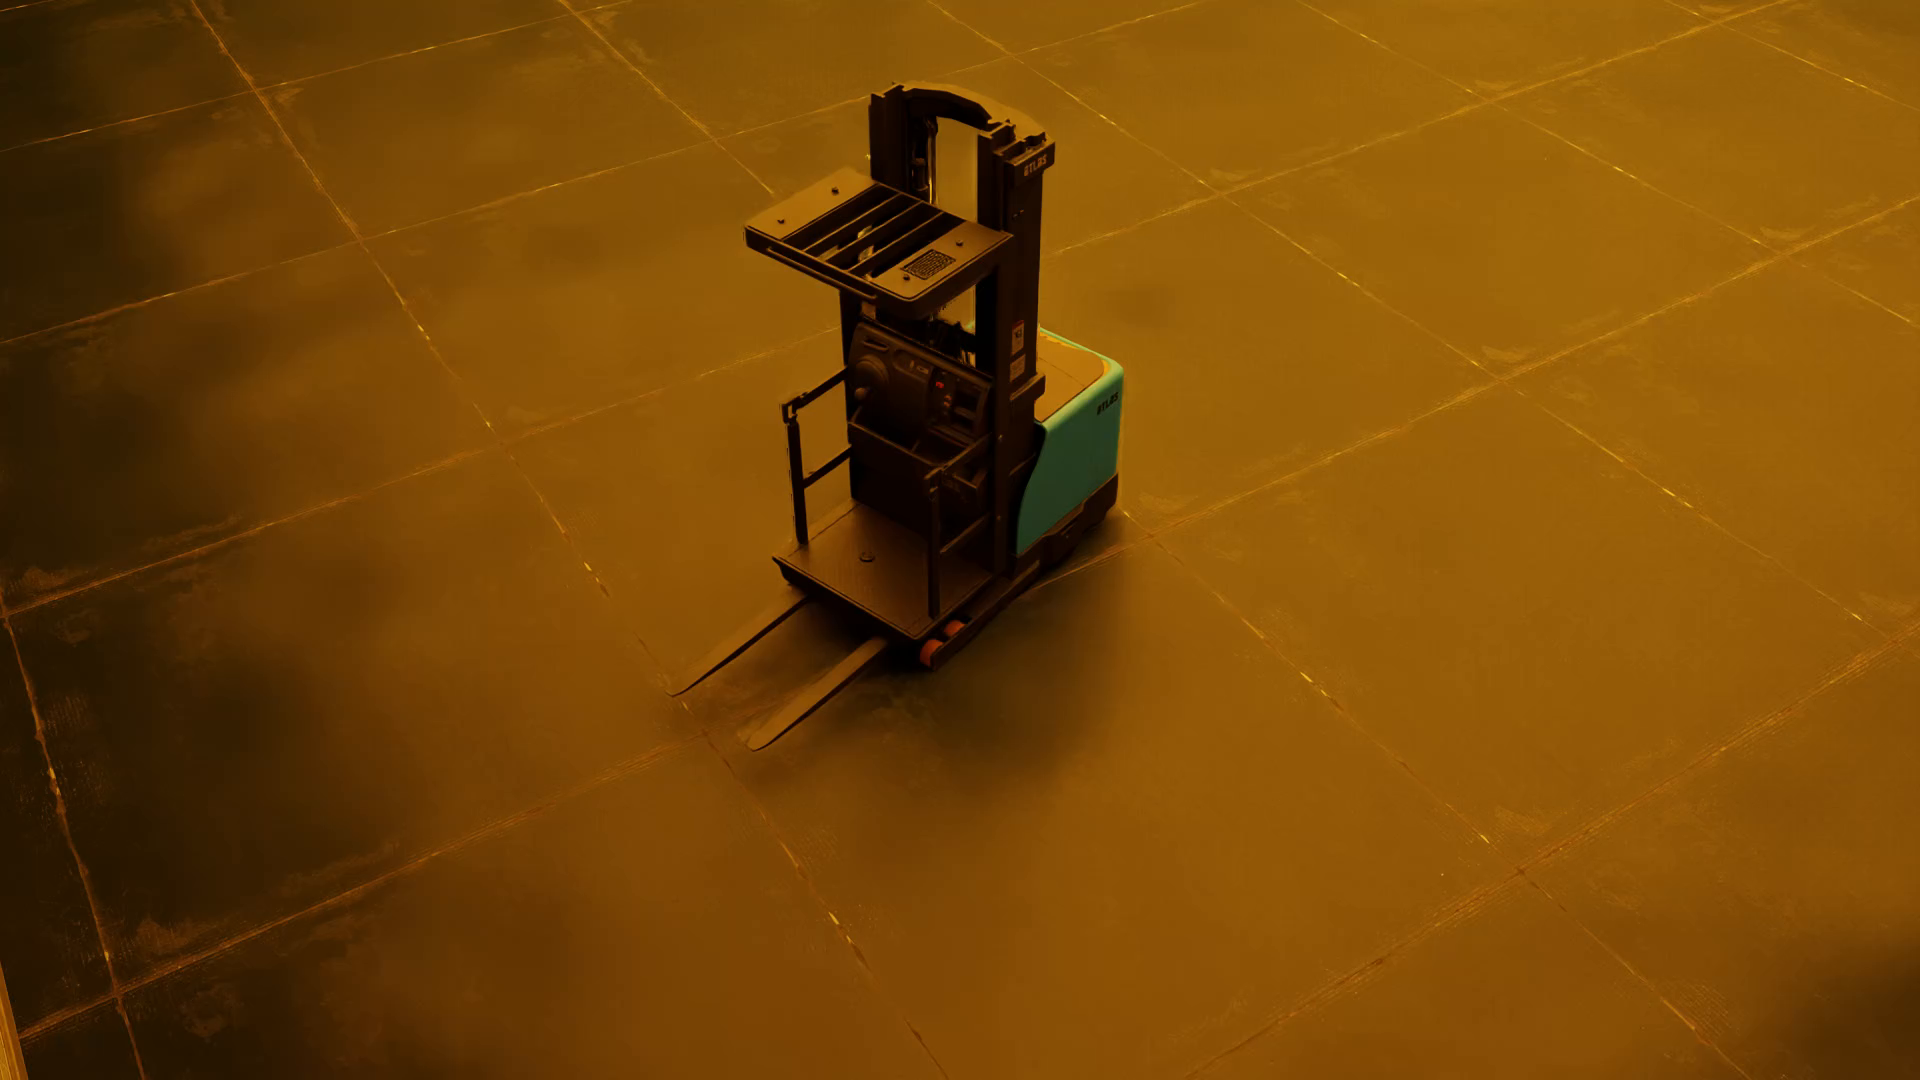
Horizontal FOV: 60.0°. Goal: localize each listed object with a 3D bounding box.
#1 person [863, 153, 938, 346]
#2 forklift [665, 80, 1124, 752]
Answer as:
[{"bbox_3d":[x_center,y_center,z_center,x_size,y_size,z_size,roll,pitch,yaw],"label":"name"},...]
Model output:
[{"bbox_3d":[-0.421,-1.818,10.851,0.405,1.748,0.881,22,46,23],"label":"person"},{"bbox_3d":[-0.356,-0.762,8.743,1.130,2.935,3.031,28,48,28],"label":"forklift"}]
